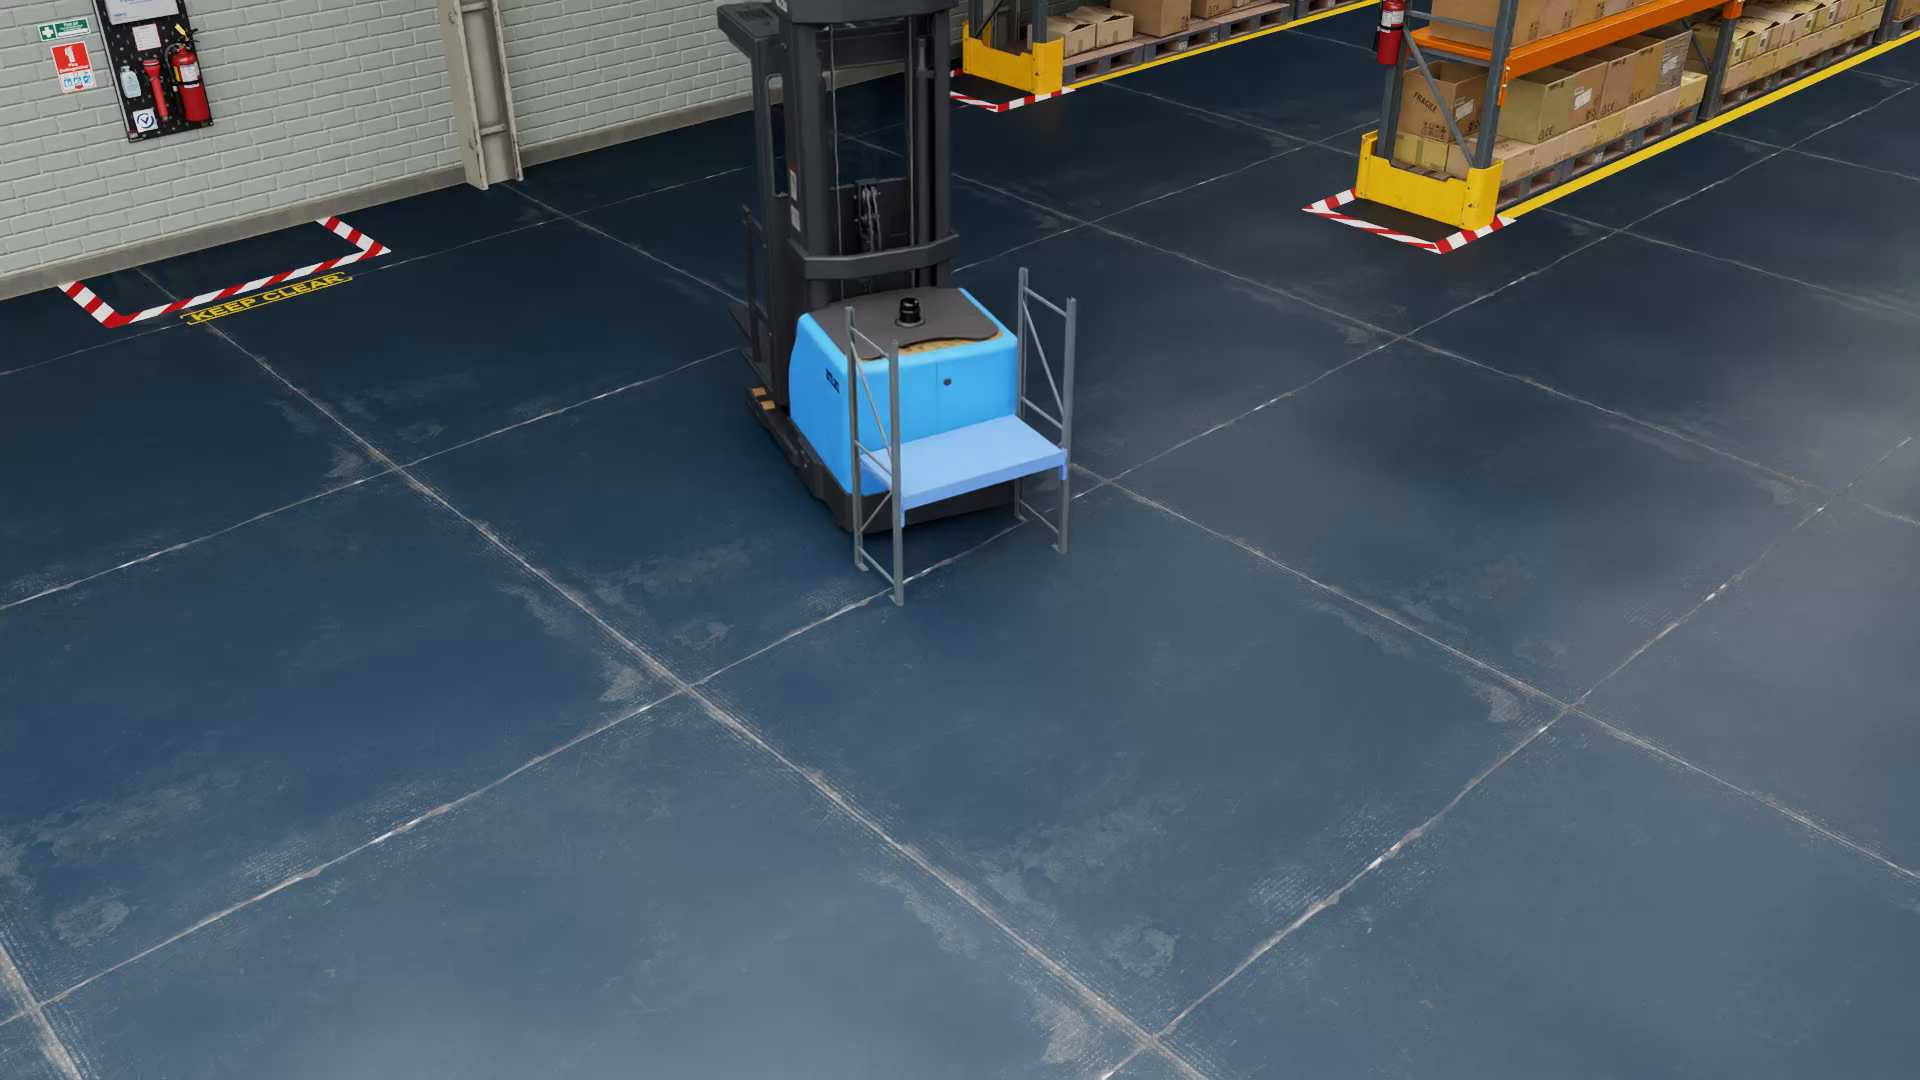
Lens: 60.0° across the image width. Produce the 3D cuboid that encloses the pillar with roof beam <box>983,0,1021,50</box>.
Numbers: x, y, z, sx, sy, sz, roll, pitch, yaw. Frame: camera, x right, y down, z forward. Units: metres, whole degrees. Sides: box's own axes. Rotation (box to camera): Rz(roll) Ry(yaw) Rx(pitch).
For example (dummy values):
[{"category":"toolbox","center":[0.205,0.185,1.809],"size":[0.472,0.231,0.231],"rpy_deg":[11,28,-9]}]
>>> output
[{"category":"pillar with roof beam","center":[3.320,-7.417,12.754],"size":[0.400,9.000,9.100],"rpy_deg":[-26,40,-35]}]

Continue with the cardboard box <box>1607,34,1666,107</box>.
[{"category":"cardboard box","center":[5.842,-4.177,14.720],"size":[0.500,0.500,0.500],"rpy_deg":[-26,40,-35]}]

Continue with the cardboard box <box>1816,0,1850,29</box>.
[{"category":"cardboard box","center":[8.740,-5.470,17.016],"size":[0.500,0.311,0.500],"rpy_deg":[-26,40,-36]}]

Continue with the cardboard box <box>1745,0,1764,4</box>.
[{"category":"cardboard box","center":[7.990,-5.489,17.047],"size":[0.500,0.311,0.500],"rpy_deg":[-26,40,-36]}]

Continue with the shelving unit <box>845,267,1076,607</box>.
[{"category":"shelving unit","center":[0.007,-0.540,8.695],"size":[1.048,1.500,0.538],"rpy_deg":[-17,35,-25]}]

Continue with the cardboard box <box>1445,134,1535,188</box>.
[{"category":"cardboard box","center":[4.383,-3.143,13.748],"size":[0.500,0.250,0.500],"rpy_deg":[-26,40,-35]}]

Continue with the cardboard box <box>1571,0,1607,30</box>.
[{"category":"cardboard box","center":[4.940,-4.597,13.797],"size":[0.500,0.500,0.700],"rpy_deg":[-26,40,-35]}]

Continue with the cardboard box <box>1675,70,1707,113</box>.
[{"category":"cardboard box","center":[6.581,-4.209,15.491],"size":[0.500,0.250,0.500],"rpy_deg":[-26,40,-35]}]

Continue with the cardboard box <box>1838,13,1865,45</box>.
[{"category":"cardboard box","center":[9.110,-5.412,17.458],"size":[0.500,0.250,0.500],"rpy_deg":[-26,40,-36]}]

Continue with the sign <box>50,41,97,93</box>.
[{"category":"sign","center":[-6.320,-3.373,11.857],"size":[0.234,0.329,0.001],"rpy_deg":[-26,40,-35]}]

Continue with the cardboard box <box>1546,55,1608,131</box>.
[{"category":"cardboard box","center":[5.107,-3.823,14.142],"size":[0.500,0.500,0.500],"rpy_deg":[-26,40,-35]}]

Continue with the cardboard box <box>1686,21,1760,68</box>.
[{"category":"cardboard box","center":[7.244,-4.747,15.834],"size":[0.500,0.311,0.500],"rpy_deg":[-26,40,-35]}]

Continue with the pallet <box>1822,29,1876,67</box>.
[{"category":"pallet","center":[9.075,-5.403,17.883],"size":[1.213,0.211,1.003],"rpy_deg":[-26,40,-35]}]

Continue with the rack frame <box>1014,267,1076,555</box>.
[{"category":"rack frame","center":[0.446,-0.673,8.913],"size":[0.032,1.500,0.500],"rpy_deg":[-17,35,-25]}]

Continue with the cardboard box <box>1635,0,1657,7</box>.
[{"category":"cardboard box","center":[5.698,-4.968,14.403],"size":[0.500,0.500,0.700],"rpy_deg":[-25,39,-35]}]

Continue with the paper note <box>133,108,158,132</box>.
[{"category":"paper note","center":[-6.021,-3.102,12.293],"size":[0.142,0.148,0.016],"rpy_deg":[-26,40,-35]}]

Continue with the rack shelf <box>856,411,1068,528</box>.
[{"category":"rack shelf","center":[0.007,-0.386,8.789],"size":[1.000,0.185,0.538],"rpy_deg":[-17,35,-25]}]

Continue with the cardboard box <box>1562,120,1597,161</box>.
[{"category":"cardboard box","center":[5.114,-3.499,14.330],"size":[0.500,0.250,0.500],"rpy_deg":[-26,40,-35]}]

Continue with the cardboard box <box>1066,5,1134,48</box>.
[{"category":"cardboard box","center":[1.455,-5.379,17.328],"size":[0.500,0.311,0.500],"rpy_deg":[-22,38,-32]}]

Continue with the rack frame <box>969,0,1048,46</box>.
[{"category":"rack frame","center":[0.468,-5.926,16.065],"size":[0.127,3.000,1.000],"rpy_deg":[-26,40,-35]}]

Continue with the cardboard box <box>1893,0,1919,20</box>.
[{"category":"cardboard box","center":[10.233,-6.043,18.232],"size":[0.500,0.500,0.500],"rpy_deg":[-24,39,-34]}]

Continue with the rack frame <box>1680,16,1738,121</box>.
[{"category":"rack frame","center":[6.772,-5.451,15.289],"size":[0.127,3.000,1.000],"rpy_deg":[-26,40,-35]}]

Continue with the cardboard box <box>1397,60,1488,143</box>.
[{"category":"cardboard box","center":[4.030,-3.662,13.878],"size":[0.500,0.500,0.500],"rpy_deg":[-26,40,-35]}]

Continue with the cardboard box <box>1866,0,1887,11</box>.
[{"category":"cardboard box","center":[9.489,-5.835,17.613],"size":[0.500,0.311,0.500],"rpy_deg":[-25,39,-34]}]

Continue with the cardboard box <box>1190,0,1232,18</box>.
[{"category":"cardboard box","center":[2.667,-6.082,18.296],"size":[0.500,0.500,0.500],"rpy_deg":[26,40,35]}]

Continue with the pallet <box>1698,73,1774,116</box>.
[{"category":"pallet","center":[7.286,-4.537,16.468],"size":[1.213,0.211,1.003],"rpy_deg":[-26,40,-35]}]

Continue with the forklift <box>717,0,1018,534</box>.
[{"category":"forklift","center":[-0.709,-2.036,9.770],"size":[1.130,2.935,3.031],"rpy_deg":[-12,34,-19]}]

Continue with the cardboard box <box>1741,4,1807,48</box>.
[{"category":"cardboard box","center":[7.994,-5.107,16.422],"size":[0.500,0.311,0.500],"rpy_deg":[-27,41,-37]}]

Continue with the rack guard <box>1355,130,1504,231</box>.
[{"category":"rack guard","center":[3.821,-2.957,13.607],"size":[0.348,0.500,1.175],"rpy_deg":[-26,40,-35]}]

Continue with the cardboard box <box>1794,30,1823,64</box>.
[{"category":"cardboard box","center":[8.364,-5.051,16.868],"size":[0.500,0.250,0.500],"rpy_deg":[-25,39,-35]}]

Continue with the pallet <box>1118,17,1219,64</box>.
[{"category":"pallet","center":[2.038,-5.468,17.990],"size":[1.213,0.211,1.003],"rpy_deg":[-26,40,-35]}]

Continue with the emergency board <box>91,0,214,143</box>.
[{"category":"emergency board","center":[-5.845,-3.515,12.122],"size":[0.643,1.169,0.194],"rpy_deg":[-26,40,-35]}]

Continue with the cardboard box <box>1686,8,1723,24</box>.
[{"category":"cardboard box","center":[7.251,-5.136,16.470],"size":[0.500,0.311,0.500],"rpy_deg":[-25,39,-34]}]

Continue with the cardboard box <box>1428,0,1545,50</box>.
[{"category":"cardboard box","center":[4.190,-4.235,13.205],"size":[0.500,0.500,0.700],"rpy_deg":[-26,40,-35]}]

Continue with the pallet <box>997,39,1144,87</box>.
[{"category":"pallet","center":[1.144,-5.038,17.286],"size":[1.213,0.211,1.003],"rpy_deg":[-26,40,-35]}]

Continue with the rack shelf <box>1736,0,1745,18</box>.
[{"category":"rack shelf","center":[8.239,-5.853,16.637],"size":[4.000,0.370,1.077],"rpy_deg":[-26,40,-35]}]

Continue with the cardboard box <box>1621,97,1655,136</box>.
[{"category":"cardboard box","center":[5.851,-3.852,14.908],"size":[0.500,0.250,0.500],"rpy_deg":[-26,40,-35]}]

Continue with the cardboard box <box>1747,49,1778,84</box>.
[{"category":"cardboard box","center":[7.612,-4.686,16.271],"size":[0.500,0.250,0.500],"rpy_deg":[-25,39,-34]}]

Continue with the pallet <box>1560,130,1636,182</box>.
[{"category":"pallet","center":[5.266,-3.560,14.870],"size":[1.213,0.211,1.003],"rpy_deg":[-26,40,-35]}]
